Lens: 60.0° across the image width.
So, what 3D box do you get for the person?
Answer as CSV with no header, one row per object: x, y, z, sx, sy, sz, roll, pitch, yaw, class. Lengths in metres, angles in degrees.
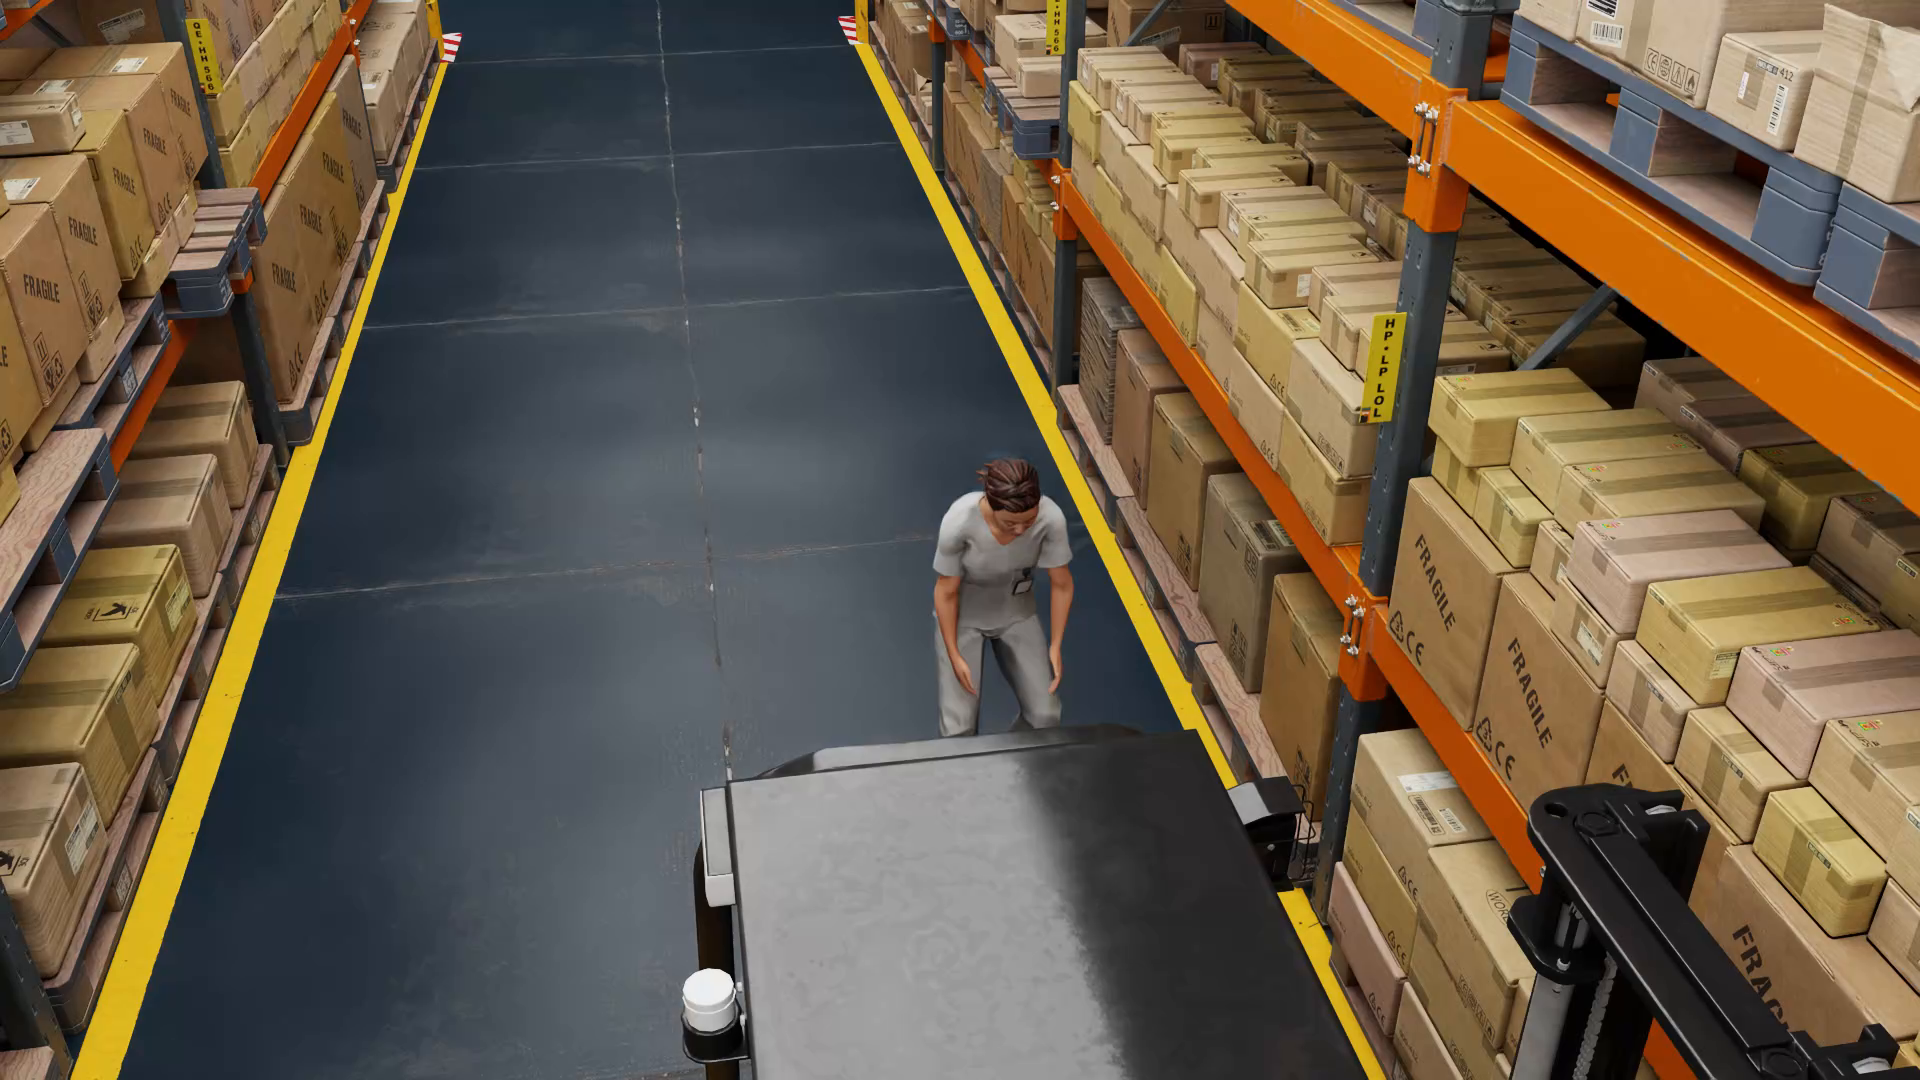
0.142,0.325,5.752,0.483,1.515,0.532,-5,31,-8,person
